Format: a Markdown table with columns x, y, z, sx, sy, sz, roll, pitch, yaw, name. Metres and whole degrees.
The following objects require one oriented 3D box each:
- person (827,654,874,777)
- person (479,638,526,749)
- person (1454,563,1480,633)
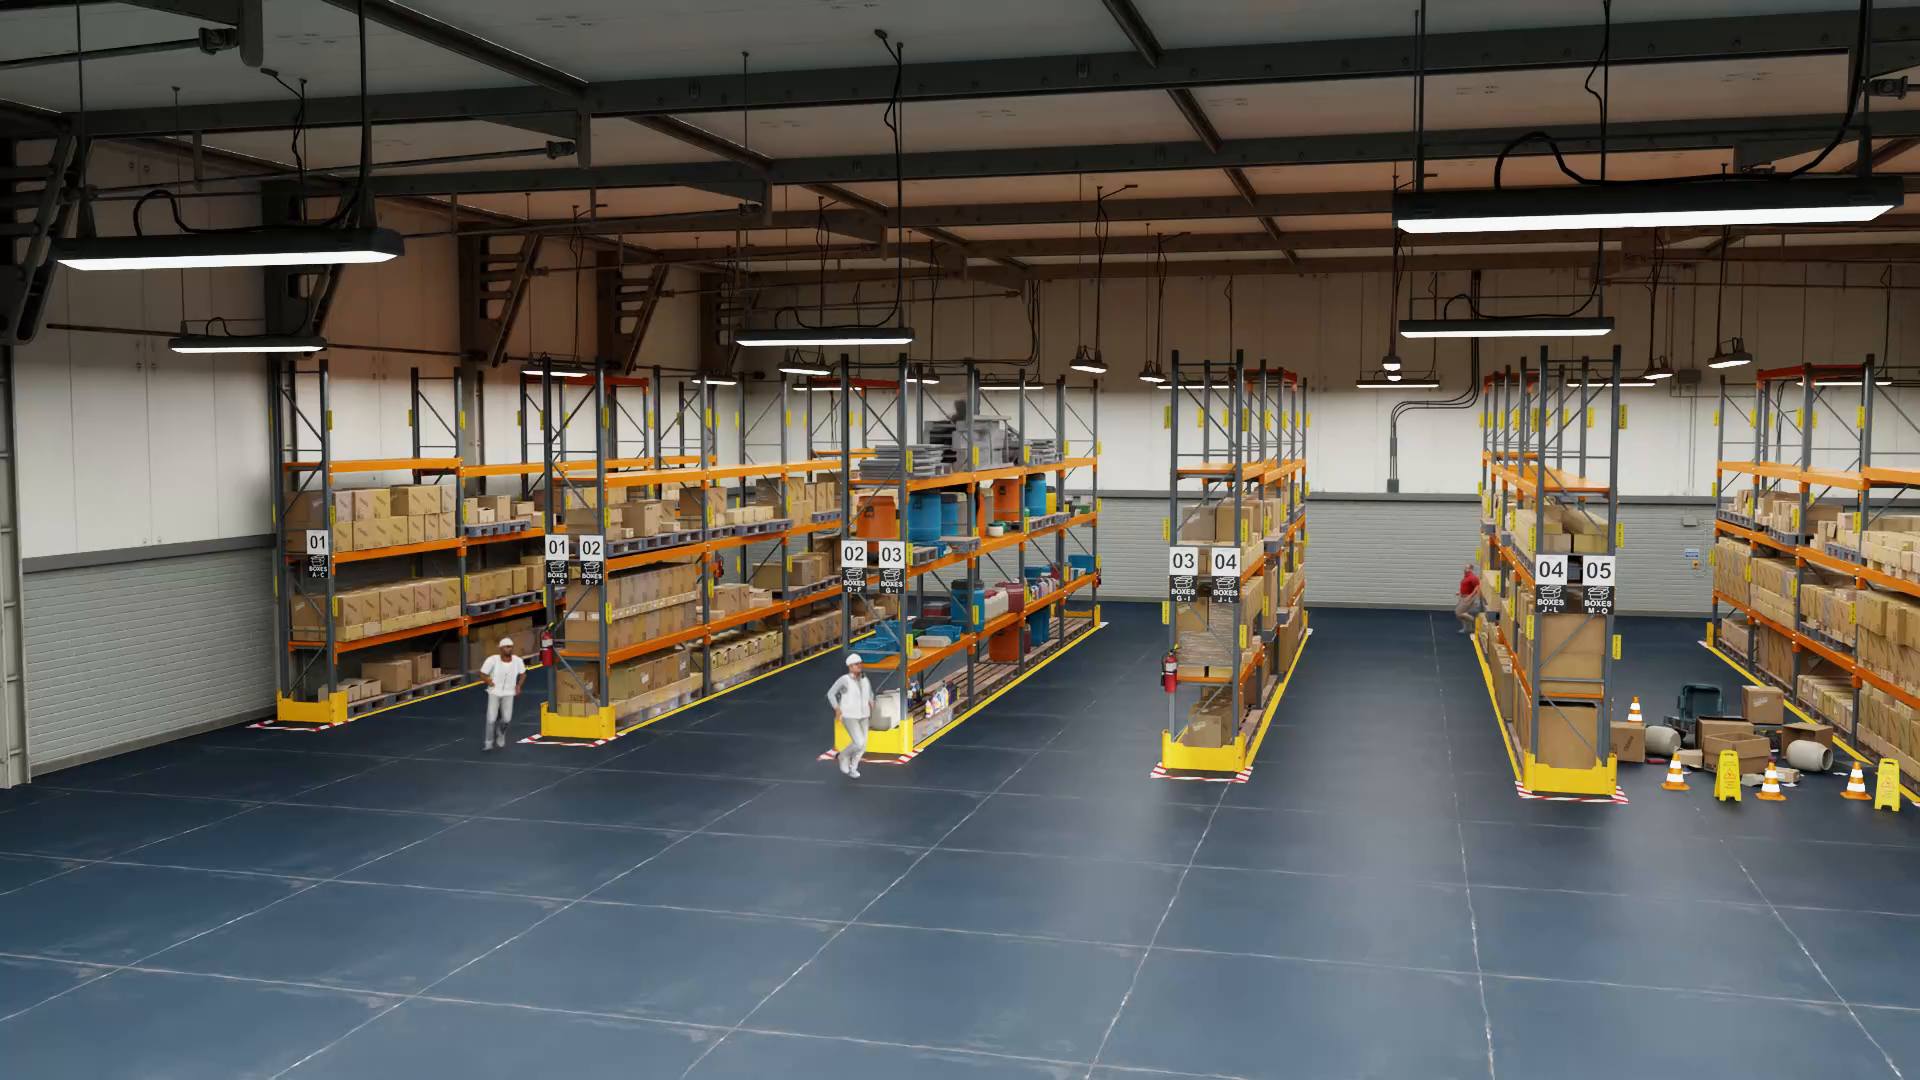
| x | y | z | sx | sy | sz | roll | pitch | yaw | name |
| --- | --- | --- | --- | --- | --- | --- | --- | --- | --- |
| -1.438 | 2.464 | 23.221 | 0.649 | 1.733 | 0.592 | -4 | 5 | -40 | person |
| -6.928 | 2.333 | 25.256 | 0.702 | 1.688 | 0.566 | -2 | 4 | -20 | person |
| 11.899 | 1.379 | 39.021 | 0.544 | 1.678 | 0.716 | 0 | 4 | 0 | person |
